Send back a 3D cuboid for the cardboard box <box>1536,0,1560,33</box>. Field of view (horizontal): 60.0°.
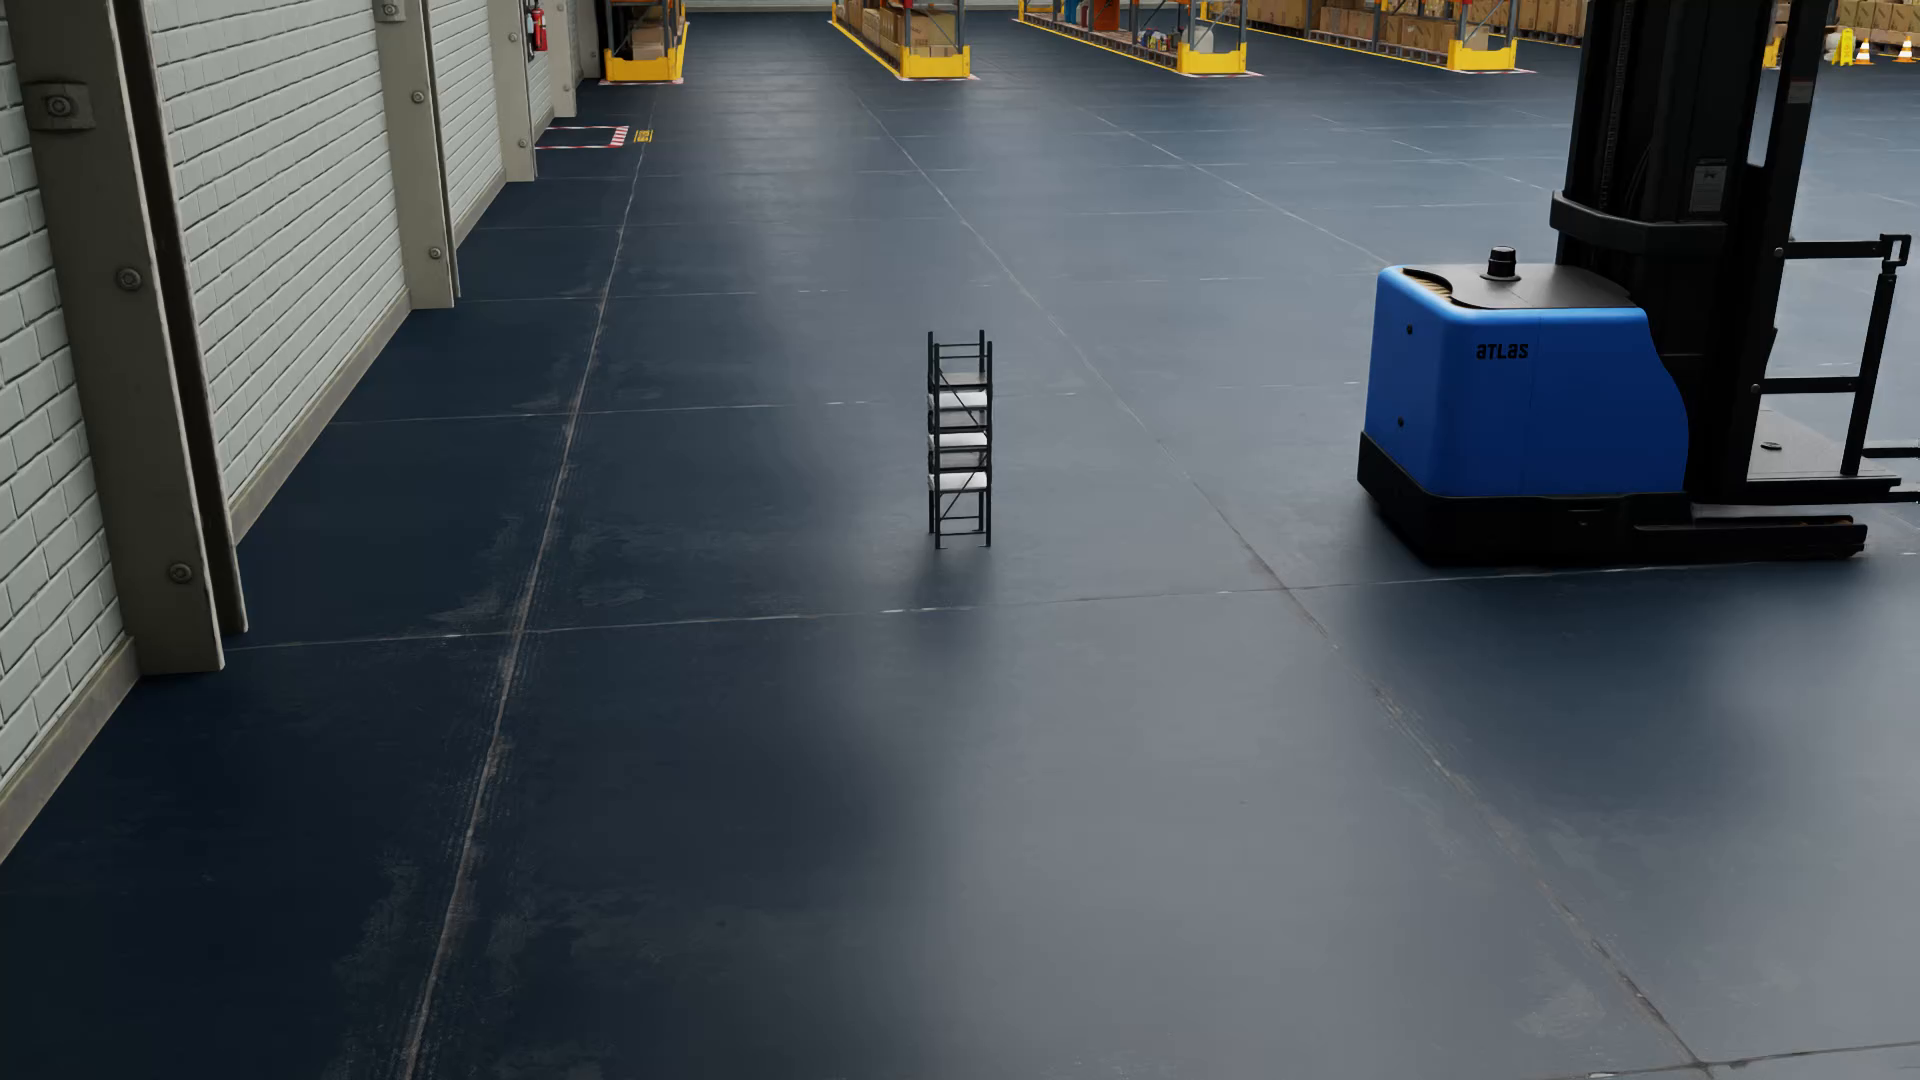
[{"bbox_3d":[13.269,-11.468,36.250,1.050,0.750,0.750,-3,21,-7],"label":"cardboard box"}]

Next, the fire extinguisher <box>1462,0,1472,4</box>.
[{"bbox_3d":[8.931,-9.759,29.169,0.296,0.674,0.183,-3,21,-8],"label":"fire extinguisher"}]

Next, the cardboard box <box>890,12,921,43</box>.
[{"bbox_3d":[-0.963,-9.136,29.648,0.500,0.500,0.500,-3,21,-8],"label":"cardboard box"}]

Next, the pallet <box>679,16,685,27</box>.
[{"bbox_3d":[-7.448,-13.069,41.907,1.003,0.211,1.213,-3,21,-8],"label":"pallet"}]

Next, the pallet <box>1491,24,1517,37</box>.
[{"bbox_3d":[13.029,-11.808,38.529,1.003,0.211,1.213,-3,21,-8],"label":"pallet"}]

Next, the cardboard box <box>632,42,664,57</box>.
[{"bbox_3d":[-5.427,-8.497,28.893,0.500,0.311,0.500,-1,21,-3],"label":"cardboard box"}]

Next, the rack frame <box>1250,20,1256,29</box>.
[{"bbox_3d":[7.641,-14.013,40.448,1.000,3.000,0.127,-3,21,-8],"label":"rack frame"}]

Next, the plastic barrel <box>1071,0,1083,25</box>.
[{"bbox_3d":[2.904,-12.543,38.910,0.600,0.901,0.708,-3,21,-8],"label":"plastic barrel"}]

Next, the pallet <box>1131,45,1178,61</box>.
[{"bbox_3d":[3.949,-9.453,32.223,1.003,0.211,1.213,-3,21,-8],"label":"pallet"}]

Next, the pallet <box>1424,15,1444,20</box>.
[{"bbox_3d":[12.432,-13.153,42.130,1.003,0.211,1.213,-3,21,-8],"label":"pallet"}]

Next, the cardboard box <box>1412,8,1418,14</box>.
[{"bbox_3d":[11.982,-13.742,43.197,0.380,0.149,0.250,-3,21,-8],"label":"cardboard box"}]

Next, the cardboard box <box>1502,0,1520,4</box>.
[{"bbox_3d":[12.782,-12.444,38.148,0.500,0.250,0.500,-3,21,-9],"label":"cardboard box"}]

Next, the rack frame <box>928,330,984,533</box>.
[{"bbox_3d":[-0.016,-0.460,7.160,0.240,0.900,0.006,-3,21,-8],"label":"rack frame"}]

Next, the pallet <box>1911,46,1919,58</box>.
[{"bbox_3d":[19.084,-9.361,31.979,1.003,0.211,1.213,-3,21,-8],"label":"pallet"}]

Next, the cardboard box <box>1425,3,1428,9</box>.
[{"bbox_3d":[12.101,-13.686,42.621,0.380,0.149,0.250,-2,21,-6],"label":"cardboard box"}]

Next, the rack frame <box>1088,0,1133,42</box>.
[{"bbox_3d":[3.317,-12.378,36.071,1.000,3.000,0.127,-3,21,-8],"label":"rack frame"}]

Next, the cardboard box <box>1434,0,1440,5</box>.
[{"bbox_3d":[12.179,-13.565,41.872,0.380,0.149,0.250,-3,21,-7],"label":"cardboard box"}]

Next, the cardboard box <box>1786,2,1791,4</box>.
[{"bbox_3d":[21.937,-13.982,43.673,0.396,0.266,0.258,-2,21,-6],"label":"cardboard box"}]

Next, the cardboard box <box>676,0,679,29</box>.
[{"bbox_3d":[-6.583,-11.633,36.549,0.750,0.750,0.750,-3,21,-8],"label":"cardboard box"}]

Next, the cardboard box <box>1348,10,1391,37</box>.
[{"bbox_3d":[8.596,-10.852,34.928,0.700,0.500,0.500,-5,21,-12],"label":"cardboard box"}]

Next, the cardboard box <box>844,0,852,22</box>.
[{"bbox_3d":[-2.525,-12.733,39.964,0.500,0.500,0.500,-3,21,-8],"label":"cardboard box"}]

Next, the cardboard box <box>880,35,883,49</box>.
[{"bbox_3d":[-1.242,-9.478,31.635,0.500,0.250,0.500,-3,21,-8],"label":"cardboard box"}]

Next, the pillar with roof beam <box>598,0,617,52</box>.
[{"bbox_3d":[-2.896,-14.413,32.943,9.100,9.000,0.400,-3,21,-8],"label":"pillar with roof beam"}]

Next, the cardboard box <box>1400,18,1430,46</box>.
[{"bbox_3d":[8.903,-9.931,32.490,0.500,0.500,0.500,4,21,9],"label":"cardboard box"}]

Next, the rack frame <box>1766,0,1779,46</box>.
[{"bbox_3d":[14.294,-10.074,29.900,1.000,3.000,0.127,-3,21,-8],"label":"rack frame"}]

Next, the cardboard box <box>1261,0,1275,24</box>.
[{"bbox_3d":[7.883,-12.685,39.328,1.225,0.875,0.875,-4,21,-10],"label":"cardboard box"}]

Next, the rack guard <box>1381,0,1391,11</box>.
[{"bbox_3d":[11.998,-14.416,45.099,1.175,0.500,0.348,-3,21,-8],"label":"rack guard"}]

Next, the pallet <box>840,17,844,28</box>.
[{"bbox_3d":[-2.439,-12.870,41.372,1.003,0.211,1.213,-3,21,-8],"label":"pallet"}]

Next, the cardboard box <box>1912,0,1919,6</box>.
[{"bbox_3d":[18.651,-10.397,32.097,0.380,0.149,0.250,-3,21,-7],"label":"cardboard box"}]

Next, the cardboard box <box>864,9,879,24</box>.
[{"bbox_3d":[-1.717,-10.924,34.704,0.500,0.311,0.500,-3,21,-9],"label":"cardboard box"}]

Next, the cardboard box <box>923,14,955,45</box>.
[{"bbox_3d":[-0.364,-8.990,29.257,0.500,0.500,0.500,-3,21,-8],"label":"cardboard box"}]

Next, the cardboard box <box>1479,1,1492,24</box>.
[{"bbox_3d":[12.623,-12.446,39.225,0.500,0.500,0.500,-4,21,-10],"label":"cardboard box"}]

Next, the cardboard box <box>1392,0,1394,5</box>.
[{"bbox_3d":[11.809,-14.420,44.585,0.380,0.149,0.250,-2,21,-5],"label":"cardboard box"}]

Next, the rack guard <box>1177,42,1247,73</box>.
[{"bbox_3d":[4.412,-8.462,29.157,1.175,0.500,0.348,-3,21,-8],"label":"rack guard"}]

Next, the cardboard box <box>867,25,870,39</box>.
[{"bbox_3d":[-1.646,-10.489,34.341,0.500,0.250,0.500,-3,21,-9],"label":"cardboard box"}]

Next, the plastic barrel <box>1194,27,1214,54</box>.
[{"bbox_3d":[4.299,-8.864,29.617,0.421,0.512,0.421,0,20,0],"label":"plastic barrel"}]

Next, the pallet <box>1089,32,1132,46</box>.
[{"bbox_3d":[3.390,-10.802,35.836,1.003,0.211,1.213,-3,21,-8],"label":"pallet"}]

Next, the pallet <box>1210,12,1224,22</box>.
[{"bbox_3d":[7.257,-13.819,43.914,1.003,0.211,1.213,-3,21,-8],"label":"pallet"}]

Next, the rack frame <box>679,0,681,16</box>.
[{"bbox_3d":[-7.640,-14.649,42.150,1.000,3.000,0.127,-3,21,-8],"label":"rack frame"}]

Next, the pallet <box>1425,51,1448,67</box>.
[{"bbox_3d":[9.278,-8.861,30.640,1.003,0.211,1.213,-3,21,-8],"label":"pallet"}]

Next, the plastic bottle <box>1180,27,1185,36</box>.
[{"bbox_3d":[4.299,-9.684,32.014,0.144,0.351,0.185,-4,21,-10],"label":"plastic bottle"}]

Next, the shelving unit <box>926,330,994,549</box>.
[{"bbox_3d":[-0.001,-0.424,7.066,0.258,0.900,0.210,-3,21,-8],"label":"shelving unit"}]

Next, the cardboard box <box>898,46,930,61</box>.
[{"bbox_3d":[-0.802,-8.439,28.855,0.500,0.250,0.500,-3,21,-8],"label":"cardboard box"}]

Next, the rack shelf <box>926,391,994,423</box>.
[{"bbox_3d":[-0.001,-0.562,7.015,0.258,0.077,0.200,-3,21,-8],"label":"rack shelf"}]

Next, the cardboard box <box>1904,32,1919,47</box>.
[{"bbox_3d":[18.728,-9.713,32.264,0.500,0.250,0.500,-3,21,-8],"label":"cardboard box"}]

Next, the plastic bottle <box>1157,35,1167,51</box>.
[{"bbox_3d":[3.762,-9.241,30.936,0.152,0.276,0.135,-3,21,-7],"label":"plastic bottle"}]

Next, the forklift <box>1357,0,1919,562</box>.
[{"bbox_3d":[3.394,-1.472,6.969,3.031,2.935,1.130,-2,21,-4],"label":"forklift"}]

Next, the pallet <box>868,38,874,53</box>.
[{"bbox_3d":[-1.333,-10.115,33.997,1.003,0.211,1.213,-3,21,-8],"label":"pallet"}]

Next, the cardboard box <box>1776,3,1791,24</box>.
[{"bbox_3d":[16.844,-10.827,34.407,0.500,0.500,0.500,-3,21,-8],"label":"cardboard box"}]

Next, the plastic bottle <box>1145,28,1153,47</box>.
[{"bbox_3d":[3.626,-9.593,31.771,0.144,0.351,0.185,-4,21,-10],"label":"plastic bottle"}]

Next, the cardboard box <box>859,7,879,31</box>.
[{"bbox_3d":[-1.953,-11.477,36.602,0.500,0.500,0.500,-2,21,-6],"label":"cardboard box"}]
